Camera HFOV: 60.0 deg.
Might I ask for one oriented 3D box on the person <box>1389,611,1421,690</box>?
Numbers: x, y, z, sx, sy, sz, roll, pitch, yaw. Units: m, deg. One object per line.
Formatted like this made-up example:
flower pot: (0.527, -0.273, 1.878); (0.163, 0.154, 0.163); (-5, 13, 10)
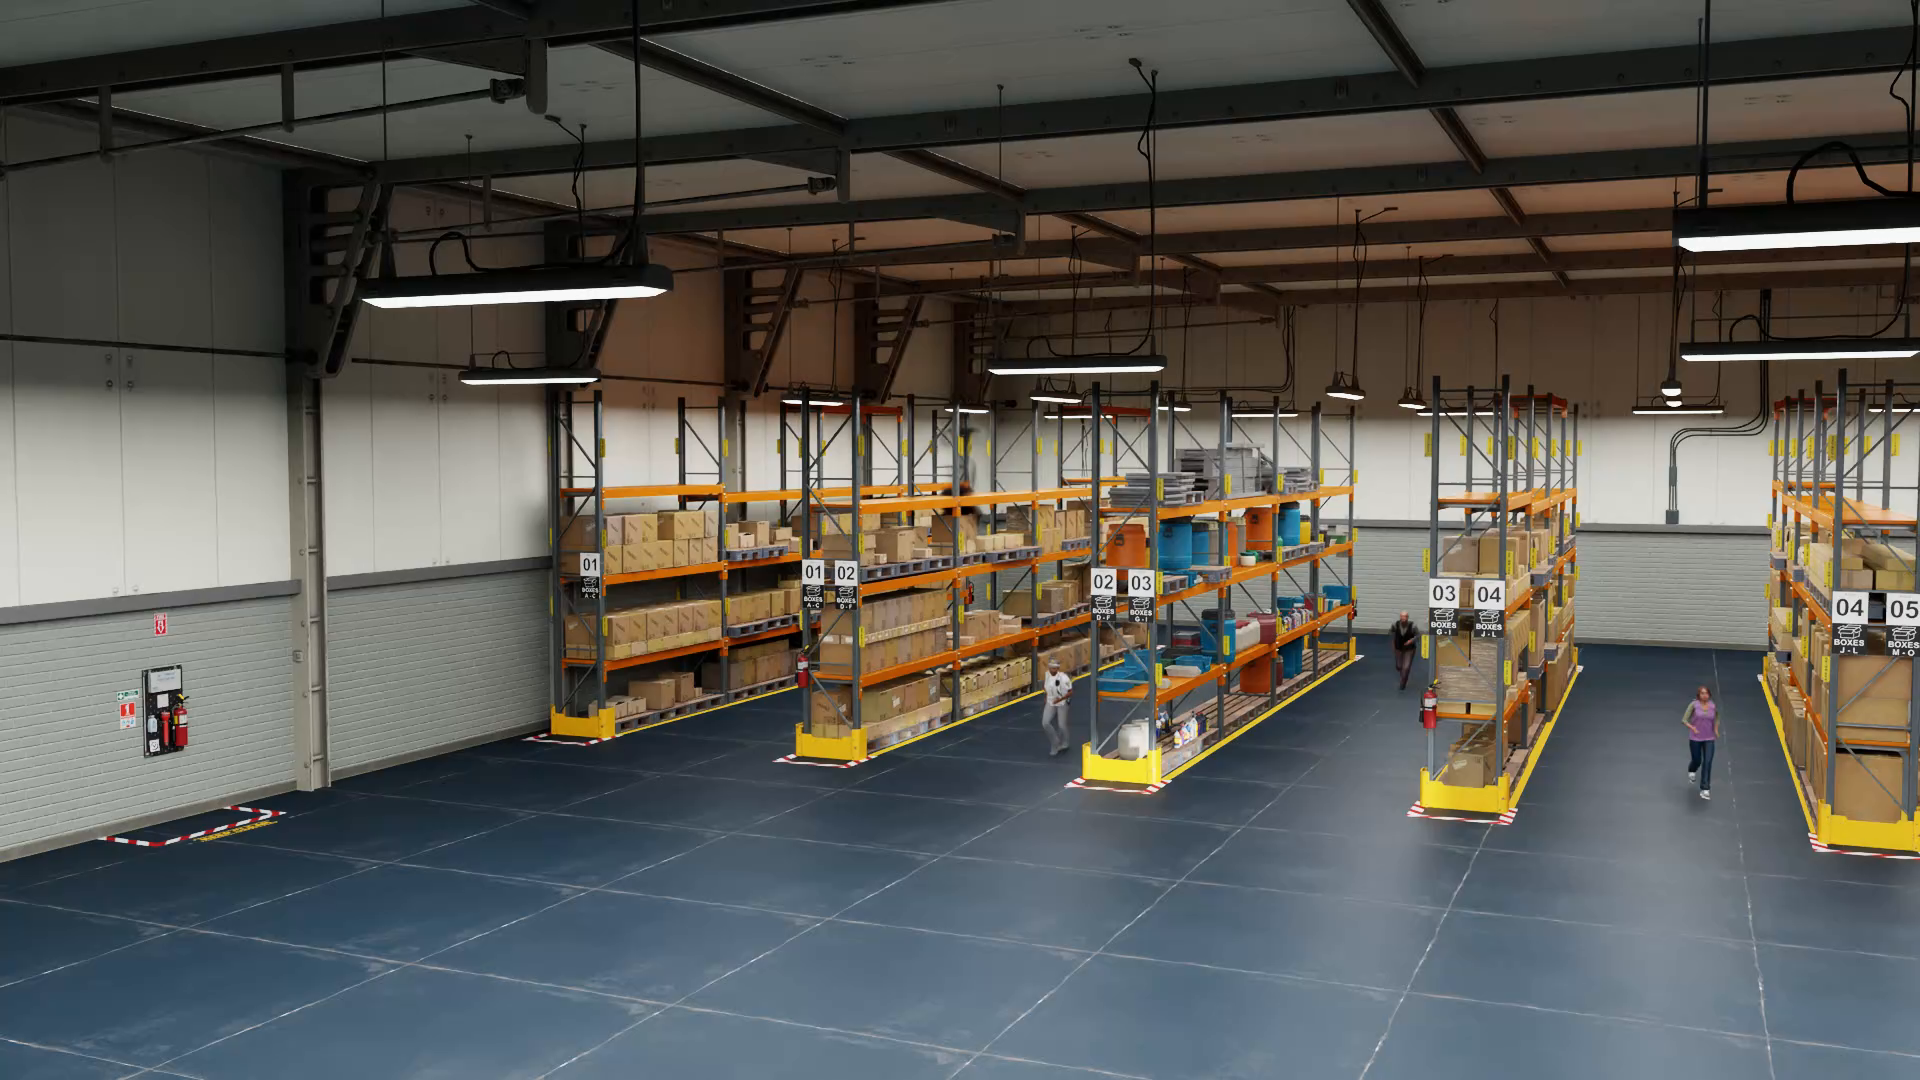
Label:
person: (9.227, 2.289, 34.516); (0.648, 1.655, 0.739); (1, 3, 19)

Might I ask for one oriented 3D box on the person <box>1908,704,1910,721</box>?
person: (16.957, 2.513, 30.057); (0.609, 1.654, 0.611); (1, 3, 13)

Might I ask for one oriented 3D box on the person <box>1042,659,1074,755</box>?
person: (1.642, 2.727, 27.316); (0.588, 1.633, 0.837); (2, 4, 27)

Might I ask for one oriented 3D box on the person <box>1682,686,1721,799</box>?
person: (10.684, 2.879, 23.952); (0.543, 1.580, 0.890); (1, 3, 13)
